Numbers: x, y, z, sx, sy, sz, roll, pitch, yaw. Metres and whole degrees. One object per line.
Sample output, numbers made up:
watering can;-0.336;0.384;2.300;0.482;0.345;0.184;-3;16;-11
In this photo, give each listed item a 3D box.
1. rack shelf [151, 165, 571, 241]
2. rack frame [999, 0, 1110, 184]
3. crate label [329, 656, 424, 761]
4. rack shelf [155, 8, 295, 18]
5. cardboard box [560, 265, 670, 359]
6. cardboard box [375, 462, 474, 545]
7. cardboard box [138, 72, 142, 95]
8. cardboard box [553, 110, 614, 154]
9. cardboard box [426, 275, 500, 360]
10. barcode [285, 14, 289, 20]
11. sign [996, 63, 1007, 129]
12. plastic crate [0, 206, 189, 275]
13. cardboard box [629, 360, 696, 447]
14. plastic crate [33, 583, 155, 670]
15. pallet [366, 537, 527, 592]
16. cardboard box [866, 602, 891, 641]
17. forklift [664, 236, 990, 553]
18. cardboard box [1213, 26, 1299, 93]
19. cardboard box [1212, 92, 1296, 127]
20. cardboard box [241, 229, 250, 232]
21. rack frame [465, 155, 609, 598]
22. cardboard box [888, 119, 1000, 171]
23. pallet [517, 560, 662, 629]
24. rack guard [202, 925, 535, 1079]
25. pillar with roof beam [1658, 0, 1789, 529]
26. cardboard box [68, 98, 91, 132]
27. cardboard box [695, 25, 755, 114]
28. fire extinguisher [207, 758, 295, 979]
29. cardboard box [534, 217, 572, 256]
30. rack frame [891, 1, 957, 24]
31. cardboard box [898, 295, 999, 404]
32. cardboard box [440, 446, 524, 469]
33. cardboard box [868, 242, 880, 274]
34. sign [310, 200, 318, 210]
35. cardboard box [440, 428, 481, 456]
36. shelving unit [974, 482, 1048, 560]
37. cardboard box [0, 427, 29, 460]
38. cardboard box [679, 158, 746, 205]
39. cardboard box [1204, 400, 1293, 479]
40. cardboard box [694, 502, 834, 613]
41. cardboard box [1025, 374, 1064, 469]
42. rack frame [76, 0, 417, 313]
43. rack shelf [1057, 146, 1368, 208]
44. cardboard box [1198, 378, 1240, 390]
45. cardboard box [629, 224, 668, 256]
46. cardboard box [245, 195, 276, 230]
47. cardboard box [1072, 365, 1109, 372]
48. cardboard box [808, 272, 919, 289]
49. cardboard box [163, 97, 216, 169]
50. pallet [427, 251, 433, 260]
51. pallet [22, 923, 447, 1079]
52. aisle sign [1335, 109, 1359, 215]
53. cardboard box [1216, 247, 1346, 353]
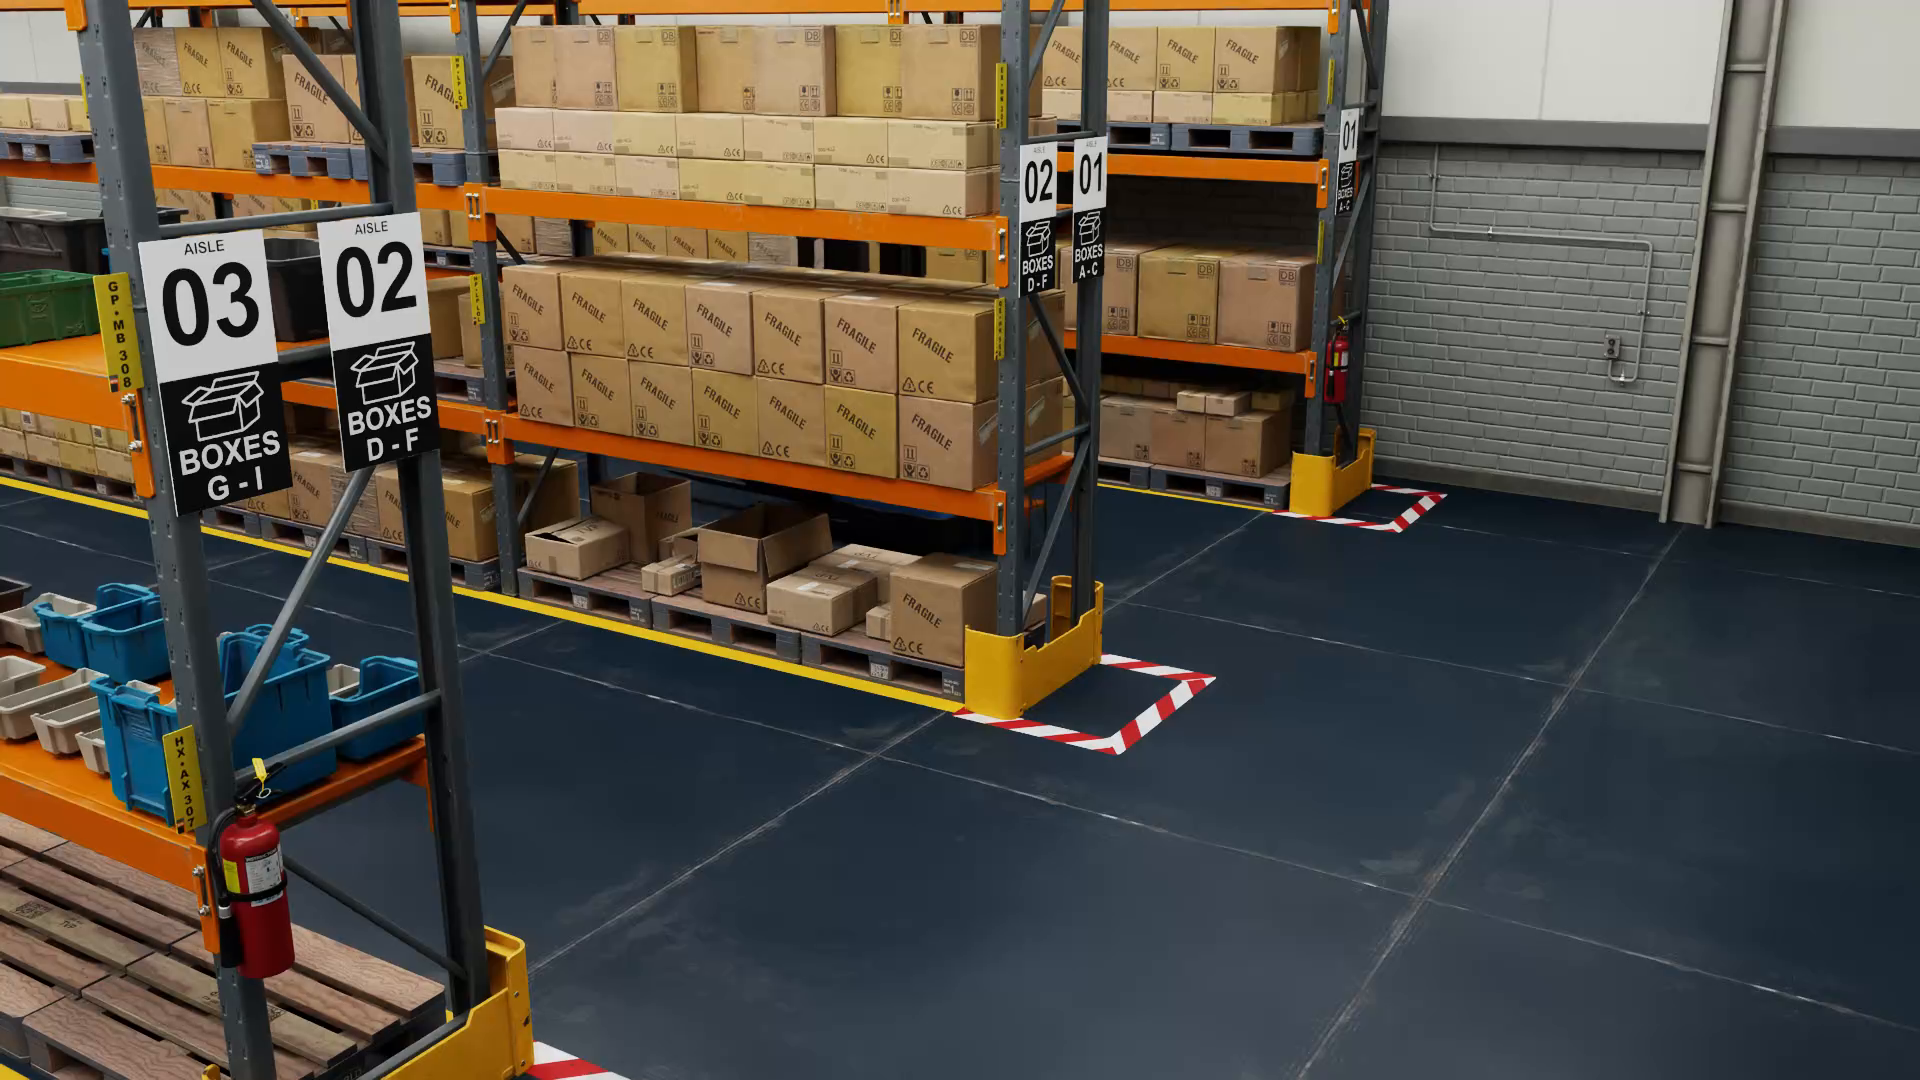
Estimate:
rack shelf;-4.592;-2.562;12.232;4.000;0.370;1.077;10;20;30
rack frame;0.520;-3.429;8.687;0.127;3.000;1.000;10;20;30
crate label;-2.113;0.600;5.930;0.303;0.233;0.416;10;20;30
rack shelf;-8.820;-6.440;19.844;4.000;0.370;1.077;10;20;30
cardboard box;-2.194;-1.474;10.679;0.500;0.500;0.500;9;19;28
cardboard box;-3.875;-0.263;12.129;0.500;0.500;0.500;10;20;30
cardboard box;-9.931;-5.509;20.489;0.500;0.500;0.500;12;20;34
cardboard box;-2.177;-2.559;10.380;0.500;0.250;0.500;10;20;30
cardboard box;-3.794;-1.632;12.199;0.500;0.500;0.700;14;22;39
barcode;-8.075;-6.273;19.943;0.075;0.075;0.001;10;20;30
sign;0.213;-2.283;8.552;0.005;0.325;0.100;10;20;30
plastic crate;-3.233;-1.038;6.085;0.767;0.338;0.504;10;20;30
cardboard box;-1.733;-0.916;10.564;0.500;0.500;0.500;10;20;30
plastic crate;-3.491;0.354;6.740;0.300;0.233;0.416;10;20;30
pallet;-3.601;0.053;12.344;1.213;0.211;1.003;10;20;30
cardboard box;-0.370;0.481;10.255;0.250;0.166;0.380;10;20;30
forklift;-1.073;-1.618;13.166;3.031;2.935;1.130;11;20;33
cardboard box;2.343;-3.801;13.145;0.500;0.500;0.500;10;20;30
cardboard box;2.347;-3.444;13.261;0.500;0.250;0.500;11;20;32
cardboard box;-8.535;-3.697;20.113;0.500;0.250;0.500;10;20;30
rack frame;-2.888;-1.167;11.562;0.127;3.000;1.000;10;20;30
cardboard box;-0.051;-2.176;9.122;0.500;0.250;0.500;10;20;30
pallet;-2.303;0.272;11.623;1.213;0.211;1.003;10;20;30
rack guard;-2.048;1.864;5.884;0.348;0.500;1.175;10;20;30
pillar with roof beam;3.610;-3.394;8.571;0.400;9.000;9.100;10;20;30
cardboard box;-6.713;-3.395;13.271;0.500;0.250;0.500;9;19;26
cardboard box;-1.167;-2.840;10.016;0.500;0.500;0.700;10;20;30
fire extinguisher;-2.184;1.019;5.142;0.183;0.674;0.296;10;20;30
cardboard box;-4.113;-3.330;17.755;0.500;0.500;0.700;8;18;24
rack frame;-0.299;-5.265;14.731;0.127;3.000;1.000;10;20;30
cardboard box;-0.003;-1.084;9.398;0.500;0.500;0.500;10;20;30
cardboard box;-3.633;-0.394;12.560;0.500;0.500;0.500;10;20;31
cardboard box;-0.824;-2.602;15.568;0.500;0.500;0.500;10;19;29
sign;-7.393;-3.890;19.037;0.005;0.325;0.100;10;20;30
cardboard box;-4.025;-0.826;12.694;0.500;0.250;0.500;10;20;30
shelving unit;0.384;-0.496;12.450;0.503;1.200;0.258;11;20;33
cardboard box;-8.180;-0.913;14.733;0.500;0.250;0.500;11;20;31
cardboard box;-1.326;-2.167;9.950;0.500;0.250;0.500;10;20;30
cardboard box;2.461;-0.873;14.171;0.500;0.500;0.700;10;20;30
cardboard box;-1.284;0.101;10.924;0.637;0.503;0.797;10;20;30
cardboard box;0.280;-0.739;9.982;0.500;0.500;0.500;11;20;31
rack frame;-2.075;-2.203;4.650;0.127;3.000;1.000;10;20;30
rack shelf;1.405;-3.181;14.270;4.000;0.370;1.077;10;20;30
cardboard box;2.240;-1.290;14.430;0.250;0.149;0.380;10;20;30
cardboard box;-2.986;-2.983;16.824;0.500;0.500;0.500;11;20;32
cardboard box;-8.109;-3.978;19.749;0.500;0.500;0.500;10;20;30
cardboard box;1.155;-1.484;15.066;0.250;0.149;0.380;10;20;31
cardboard box;-0.593;-1.373;10.347;0.500;0.500;0.500;10;20;31
cardboard box;-5.473;-3.123;12.668;0.500;0.500;0.910;10;20;30
pallet;-6.541;-3.367;19.135;1.213;0.211;1.003;10;20;30
pallet;-2.758;1.867;6.372;1.213;0.211;1.003;10;20;30
aisle sign;3.014;-2.945;12.941;0.004;0.787;0.394;10;20;30
cardboard box;2.670;-2.005;13.804;0.700;0.700;0.980;11;20;33
